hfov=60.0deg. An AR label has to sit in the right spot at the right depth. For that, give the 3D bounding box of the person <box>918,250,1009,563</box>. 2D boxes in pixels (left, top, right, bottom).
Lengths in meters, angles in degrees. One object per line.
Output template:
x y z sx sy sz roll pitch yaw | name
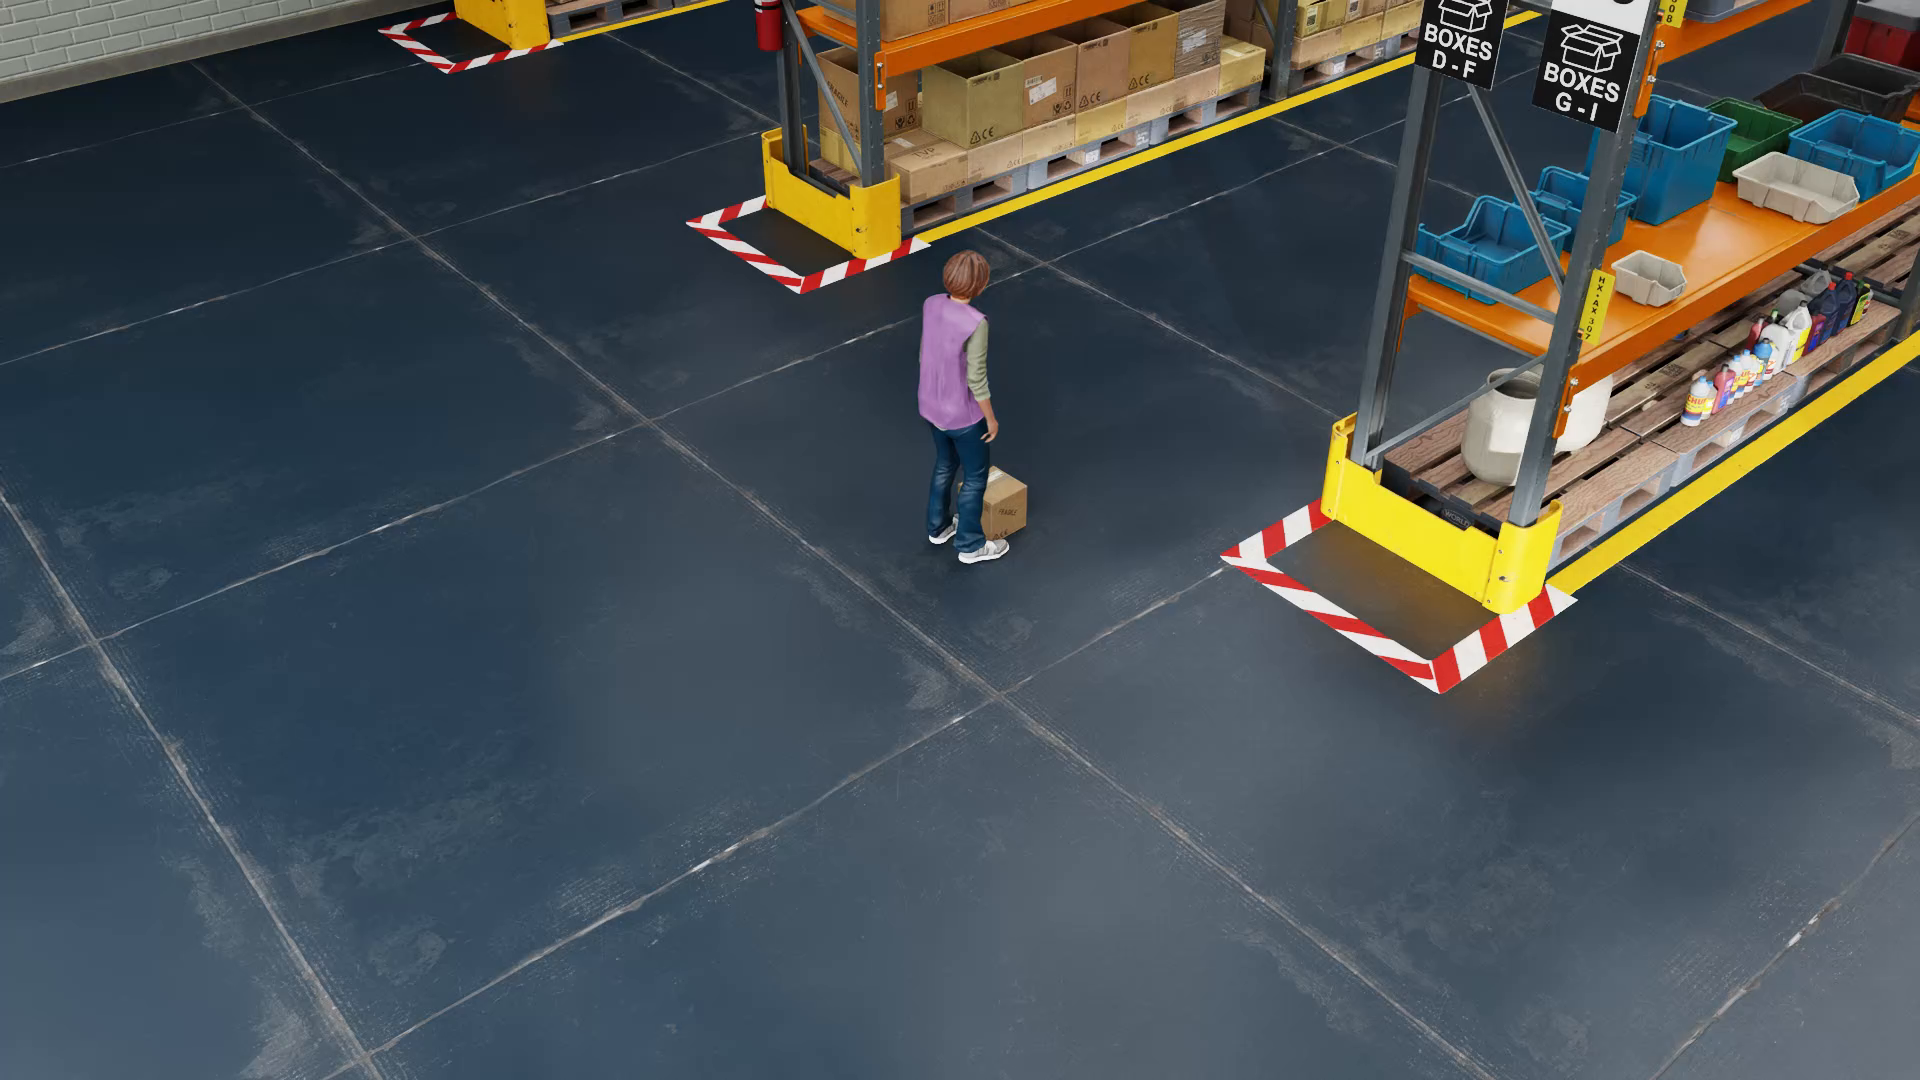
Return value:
-0.010 -0.623 7.929 0.343 1.593 0.462 -26 44 -31 | person
